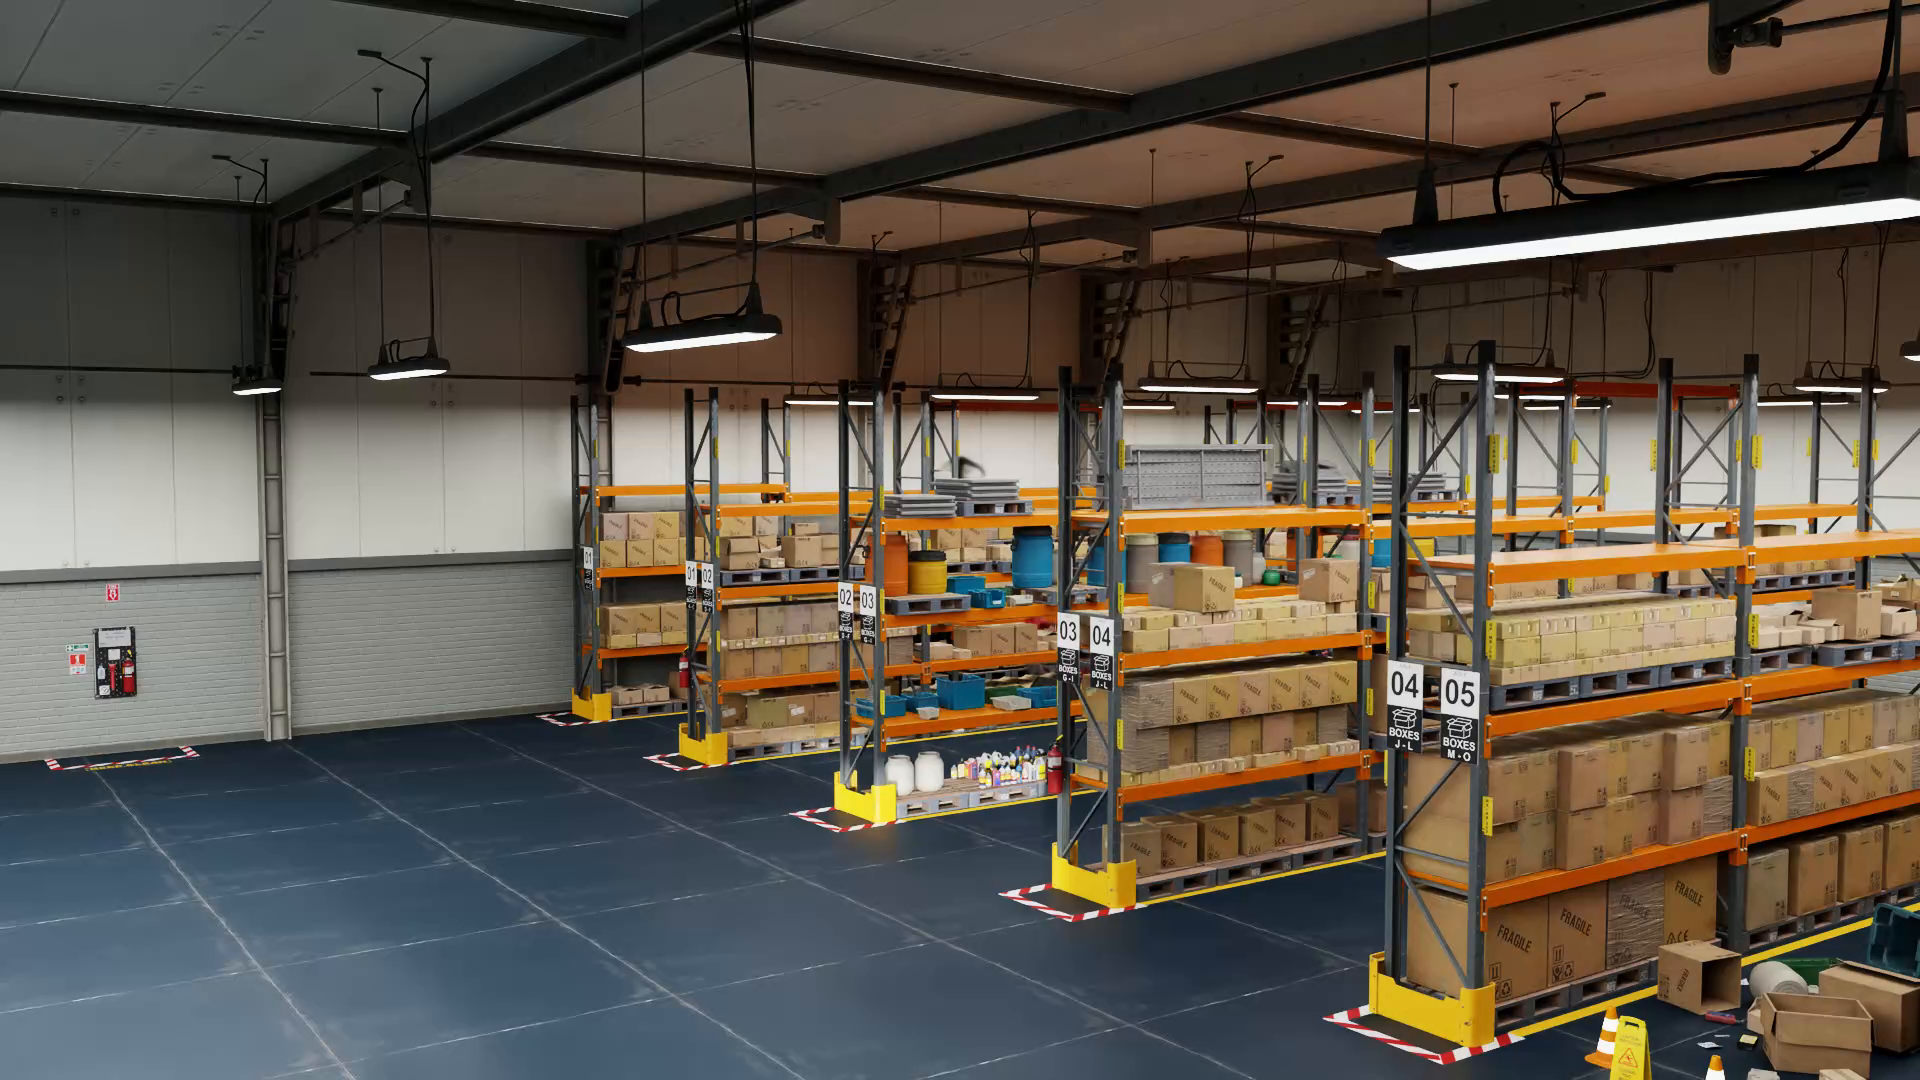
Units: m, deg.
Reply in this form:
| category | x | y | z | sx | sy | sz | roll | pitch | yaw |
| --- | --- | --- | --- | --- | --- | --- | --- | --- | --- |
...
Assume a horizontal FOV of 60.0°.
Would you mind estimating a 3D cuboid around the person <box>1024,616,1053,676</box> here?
| category | x | y | z | sx | sy | sz | roll | pitch | yaw |
| --- | --- | --- | --- | --- | --- | --- | --- | --- | --- |
| person | 1.532 | 2.245 | 34.450 | 0.851 | 1.788 | 0.643 | -3 | 4 | -39 |
